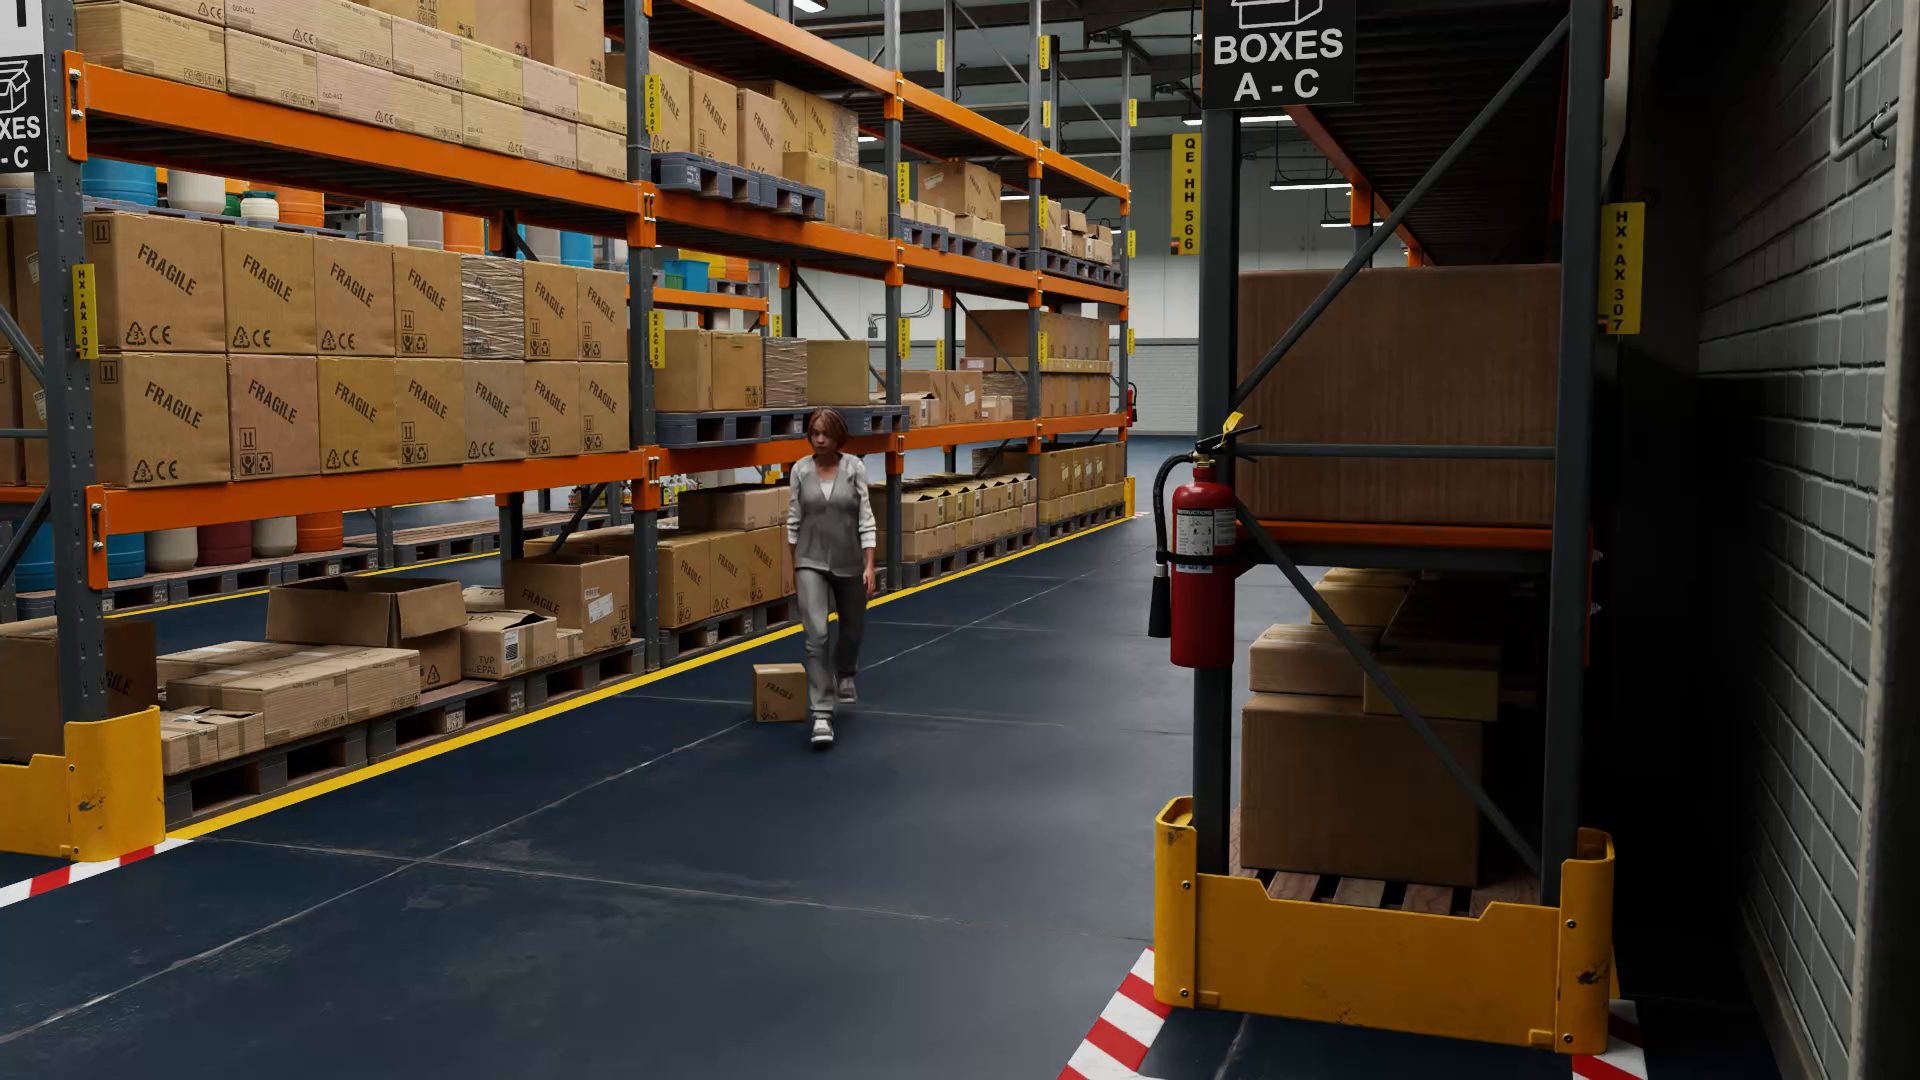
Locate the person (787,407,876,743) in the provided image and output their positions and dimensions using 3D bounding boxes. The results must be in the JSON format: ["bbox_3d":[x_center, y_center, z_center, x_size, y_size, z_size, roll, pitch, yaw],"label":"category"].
[{"bbox_3d":[-0.620,0.131,7.998,0.419,1.542,0.944,-1,5,-7],"label":"person"}]
